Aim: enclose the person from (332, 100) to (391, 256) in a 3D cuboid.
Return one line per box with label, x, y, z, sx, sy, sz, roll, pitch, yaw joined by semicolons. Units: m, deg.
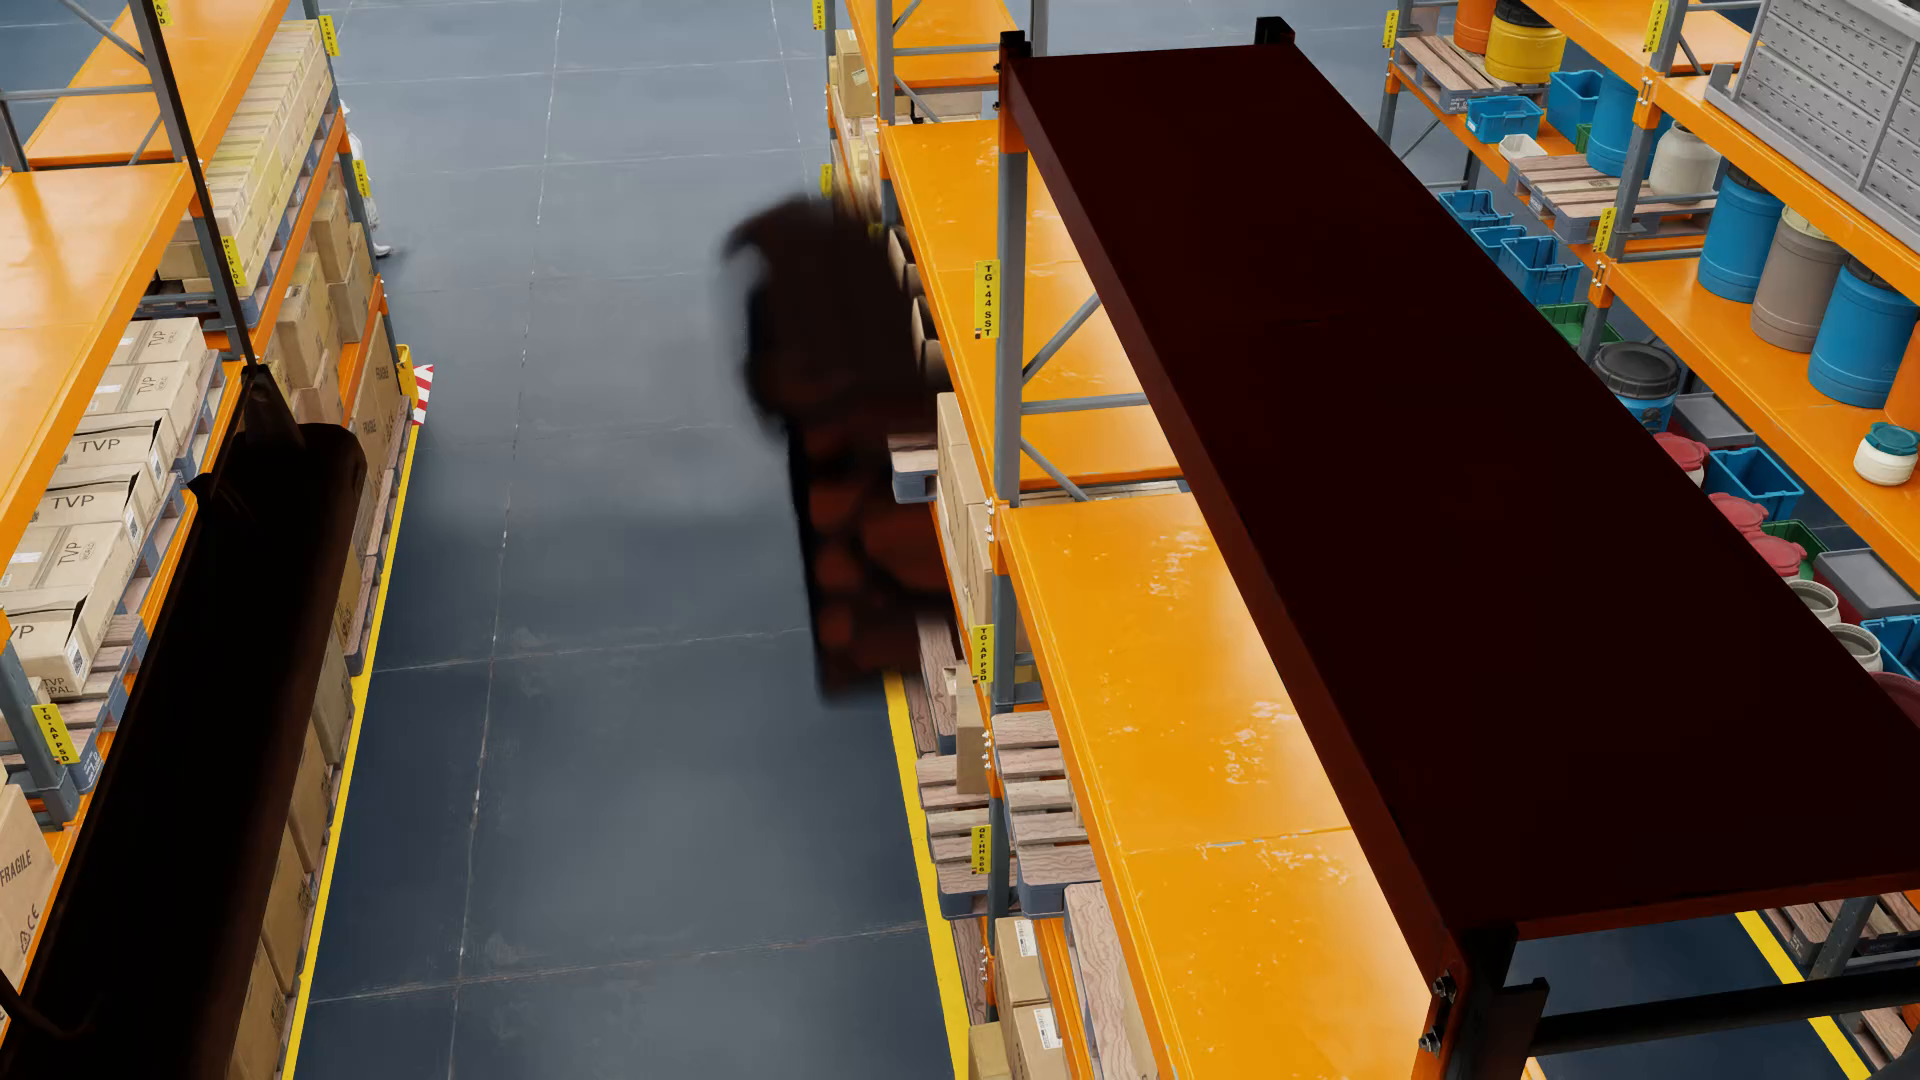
person;-6.149;-3.607;16.838;0.469;1.786;0.635;-15;39;-19
